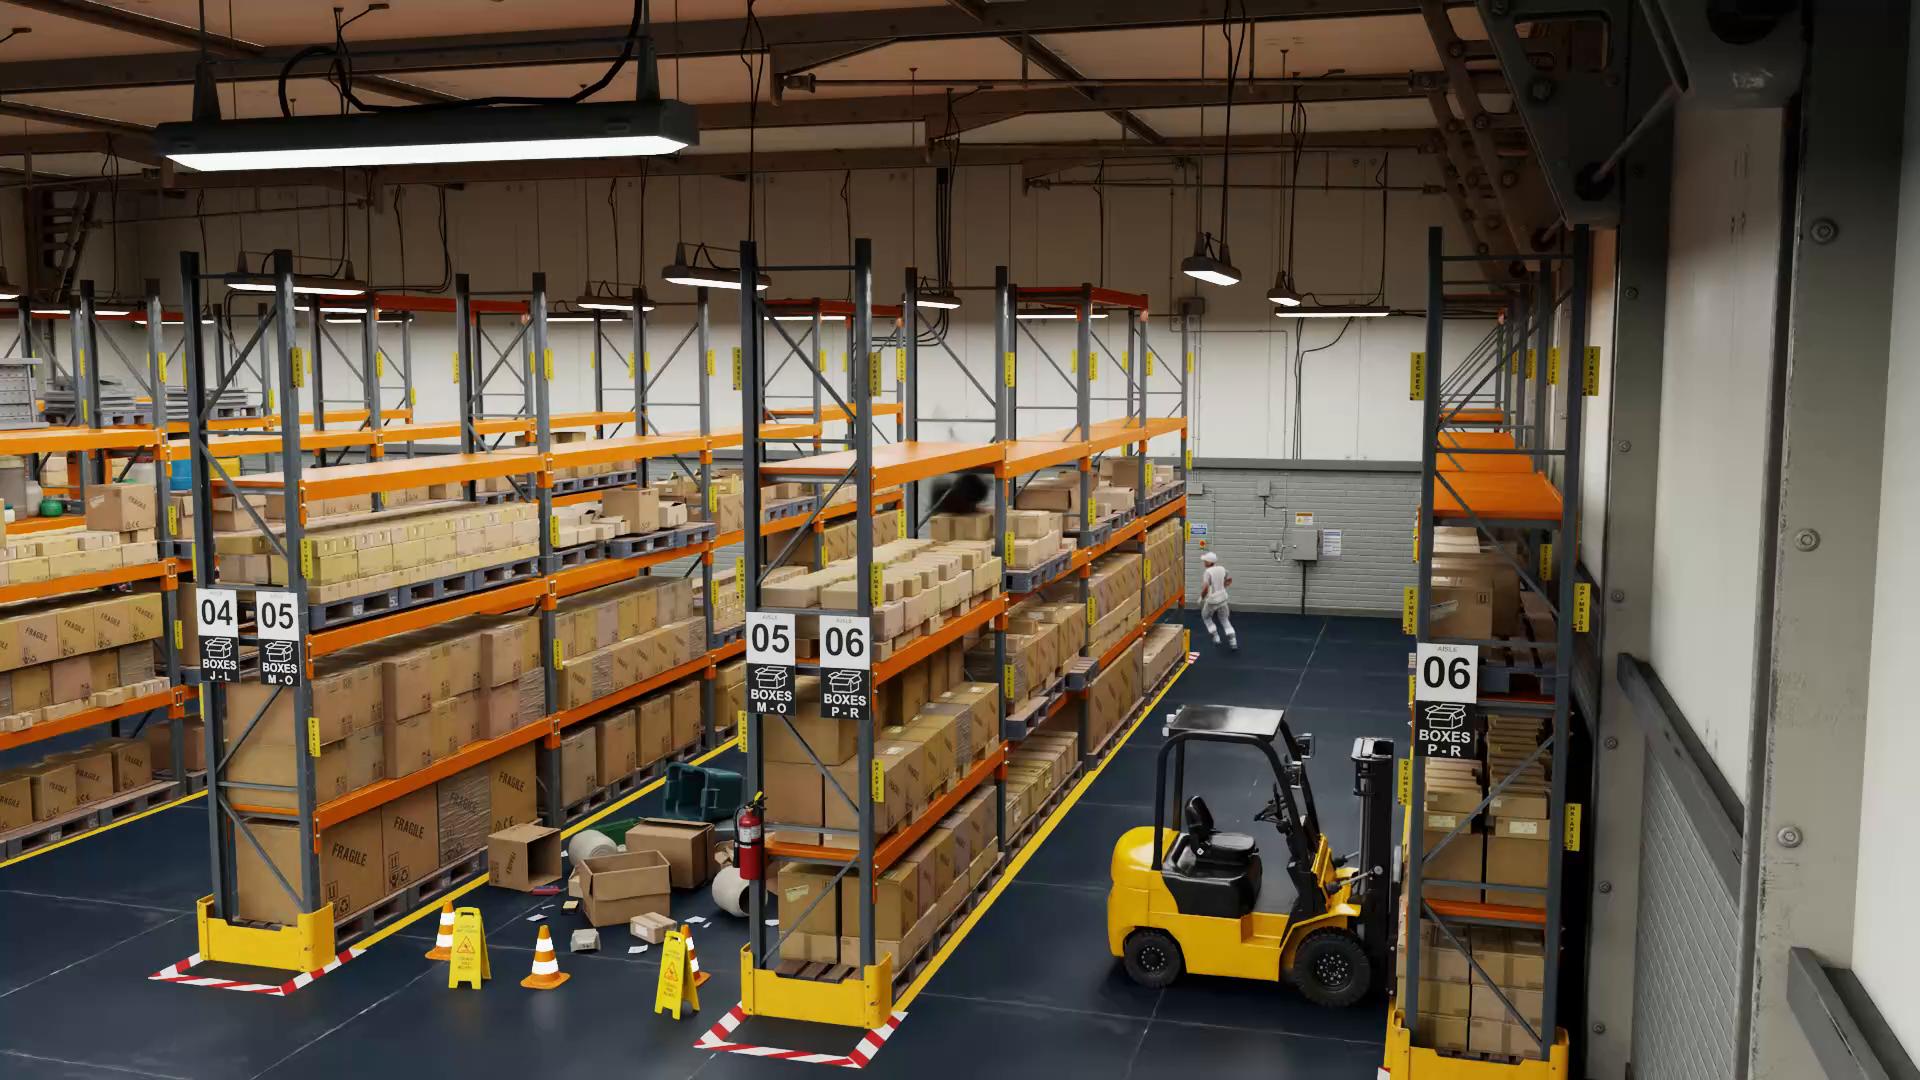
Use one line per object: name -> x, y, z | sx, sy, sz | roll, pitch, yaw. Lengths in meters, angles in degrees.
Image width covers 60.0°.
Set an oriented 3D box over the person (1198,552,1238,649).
person -> 4.419, 1.080, 28.905 | 0.776, 1.765, 0.659 | -4, 7, -30
